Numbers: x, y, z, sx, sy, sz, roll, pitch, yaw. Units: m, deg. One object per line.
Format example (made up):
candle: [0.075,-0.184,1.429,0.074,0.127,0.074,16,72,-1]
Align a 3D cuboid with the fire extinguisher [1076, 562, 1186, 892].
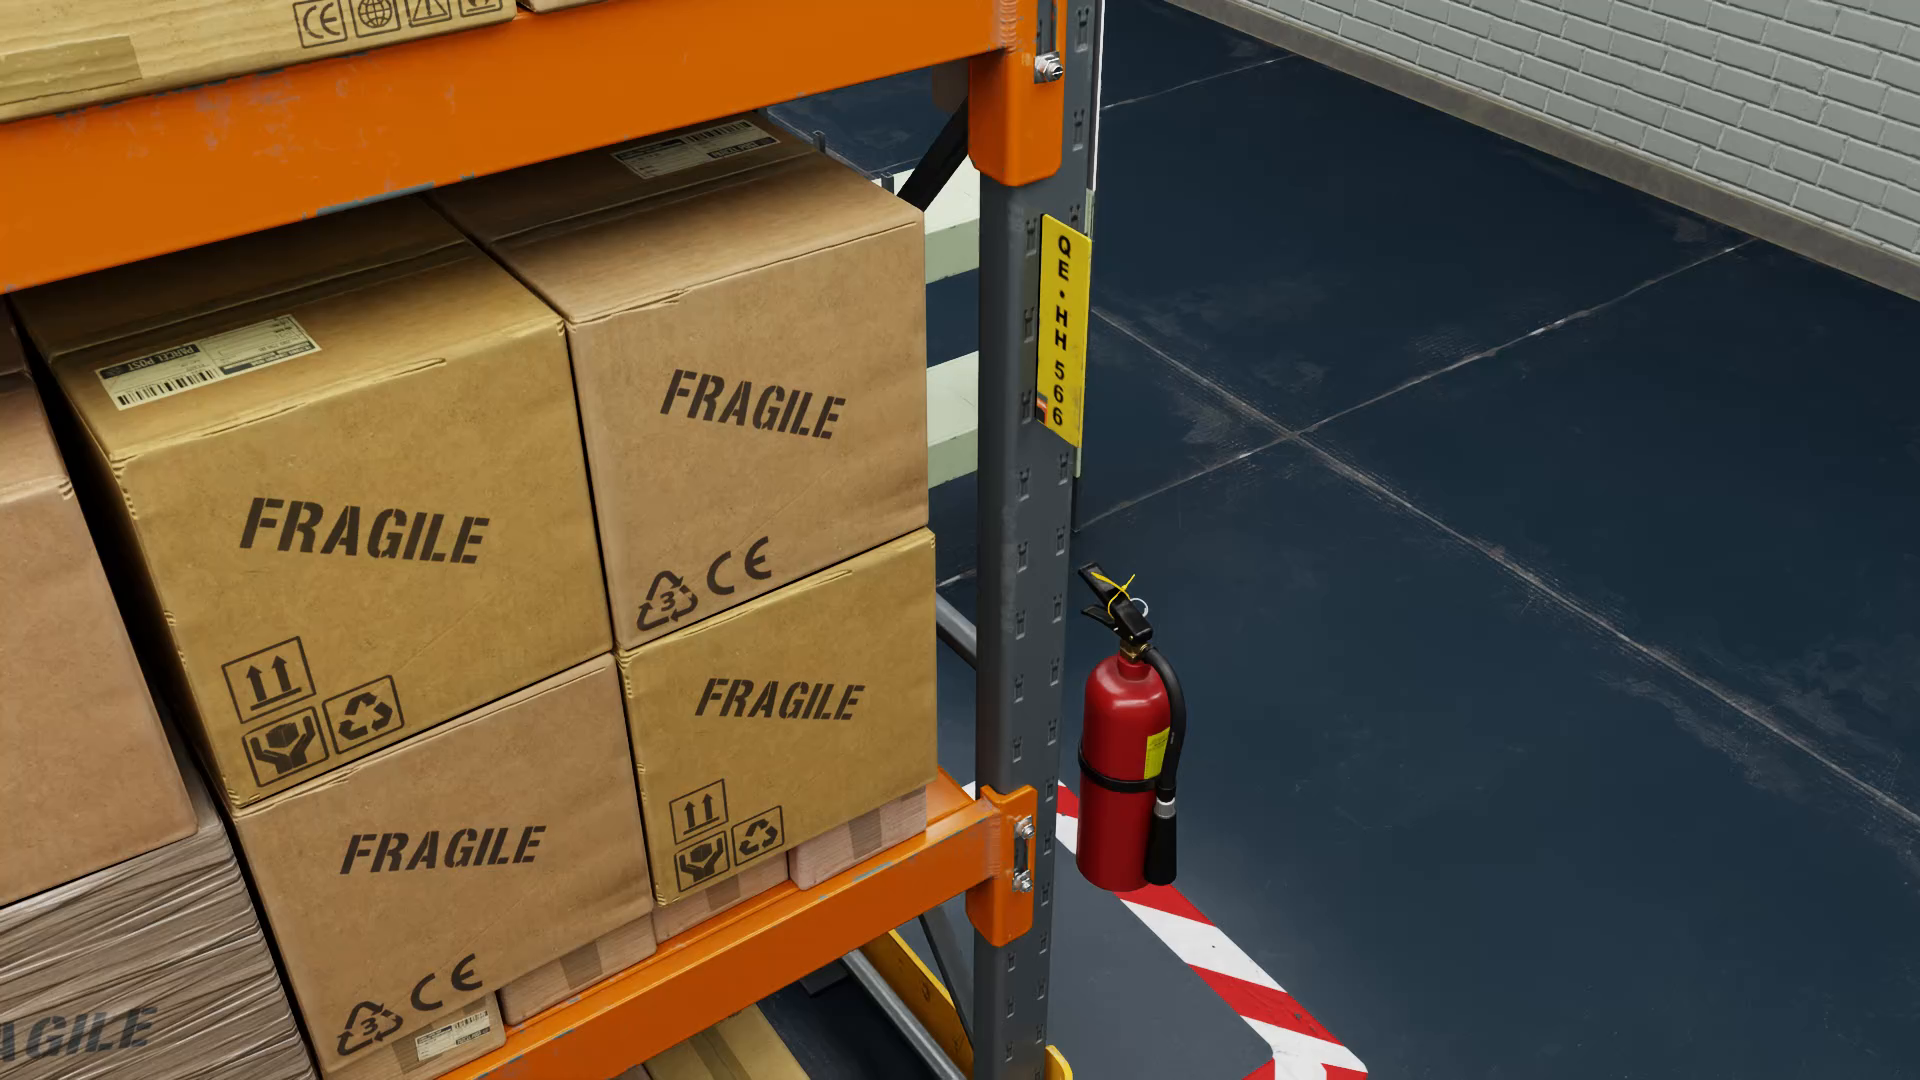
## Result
fire extinguisher: [0.311,0.359,3.068,0.183,0.674,0.296,-22,41,-28]

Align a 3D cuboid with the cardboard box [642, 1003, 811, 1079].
cardboard box: [-0.447,1.085,3.245,0.250,0.149,0.380,-22,41,-27]

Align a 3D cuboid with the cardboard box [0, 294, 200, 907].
cardboard box: [-1.225,0.095,1.852,0.500,0.500,0.500,-20,40,-26]

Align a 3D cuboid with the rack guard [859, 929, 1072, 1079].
rack guard: [-0.223,1.081,3.819,0.348,0.500,1.175,-22,41,-28]

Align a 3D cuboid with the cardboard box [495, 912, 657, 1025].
cardboard box: [-0.685,0.544,2.640,0.250,0.149,0.380,-23,42,-28]

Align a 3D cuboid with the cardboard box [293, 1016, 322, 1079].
cardboard box: [-1.113,0.716,2.401,0.250,0.149,0.380,-24,42,-30]

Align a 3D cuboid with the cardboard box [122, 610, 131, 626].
cardboard box: [-1.109,0.090,2.715,0.500,0.500,0.500,-22,41,-28]

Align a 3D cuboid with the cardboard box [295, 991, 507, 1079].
cardboard box: [-0.881,0.641,2.505,0.250,0.149,0.380,-21,41,-27]

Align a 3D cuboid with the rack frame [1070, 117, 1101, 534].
rack frame: [0.294,-0.730,5.480,0.023,1.500,0.400,-22,41,-28]

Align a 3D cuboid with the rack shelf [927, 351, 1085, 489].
rack shelf: [-0.005,-0.342,5.499,0.720,0.370,0.431,-22,41,-28]

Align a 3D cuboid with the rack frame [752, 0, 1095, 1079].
rack frame: [-0.161,0.040,3.125,0.127,3.000,1.000,-22,41,-28]

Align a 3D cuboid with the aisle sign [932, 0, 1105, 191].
aisle sign: [0.072,-0.896,2.201,0.004,0.787,0.394,-22,41,-28]

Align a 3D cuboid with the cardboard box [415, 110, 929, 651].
cardboard box: [-0.391,-0.254,2.338,0.500,0.500,0.500,-23,42,-29]

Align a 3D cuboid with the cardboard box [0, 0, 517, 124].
cardboard box: [-0.793,-0.662,1.661,0.500,0.250,0.500,-22,41,-28]

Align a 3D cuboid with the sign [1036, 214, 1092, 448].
sign: [0.143,-0.286,2.317,0.005,0.325,0.100,-22,41,-28]

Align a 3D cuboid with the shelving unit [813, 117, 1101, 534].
shelving unit: [-0.005,-0.607,5.309,0.755,1.500,0.431,-22,41,-28]

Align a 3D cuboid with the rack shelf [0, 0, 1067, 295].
rack shelf: [-1.795,-0.213,1.524,4.000,0.370,1.077,-22,41,-28]

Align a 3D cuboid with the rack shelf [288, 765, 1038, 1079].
rack shelf: [-1.795,1.005,2.400,4.000,0.370,1.077,-22,41,-28]

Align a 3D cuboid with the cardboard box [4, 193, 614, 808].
cardboard box: [-0.805,-0.084,2.101,0.500,0.500,0.500,-24,42,-29]

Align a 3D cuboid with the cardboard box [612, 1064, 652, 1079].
cardboard box: [-0.686,1.142,3.166,0.250,0.149,0.380,-22,41,-27]

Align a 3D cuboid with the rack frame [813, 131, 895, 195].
rack frame: [-0.305,-0.484,5.138,0.023,1.500,0.400,-22,41,-28]

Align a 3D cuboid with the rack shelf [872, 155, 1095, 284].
rack shelf: [-0.005,-0.923,5.081,0.720,0.370,0.431,-22,41,-28]

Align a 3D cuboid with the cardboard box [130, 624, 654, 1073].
cardboard box: [-0.804,0.324,2.391,0.500,0.500,0.500,-23,42,-29]

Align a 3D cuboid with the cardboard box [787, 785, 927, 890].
cardboard box: [-0.264,0.387,2.858,0.250,0.149,0.380,-22,41,-28]

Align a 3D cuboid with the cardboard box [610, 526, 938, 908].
cardboard box: [-0.380,0.153,2.628,0.500,0.500,0.500,-21,41,-27]

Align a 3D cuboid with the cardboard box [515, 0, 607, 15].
cardboard box: [-0.380,-0.837,1.905,0.500,0.250,0.500,-23,42,-29]

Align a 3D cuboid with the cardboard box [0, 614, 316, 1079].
cardboard box: [-1.212,0.499,2.147,0.500,0.500,0.500,-22,41,-28]

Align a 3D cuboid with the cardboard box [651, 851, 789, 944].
cardboard box: [-0.489,0.453,2.767,0.250,0.149,0.380,-22,41,-28]
